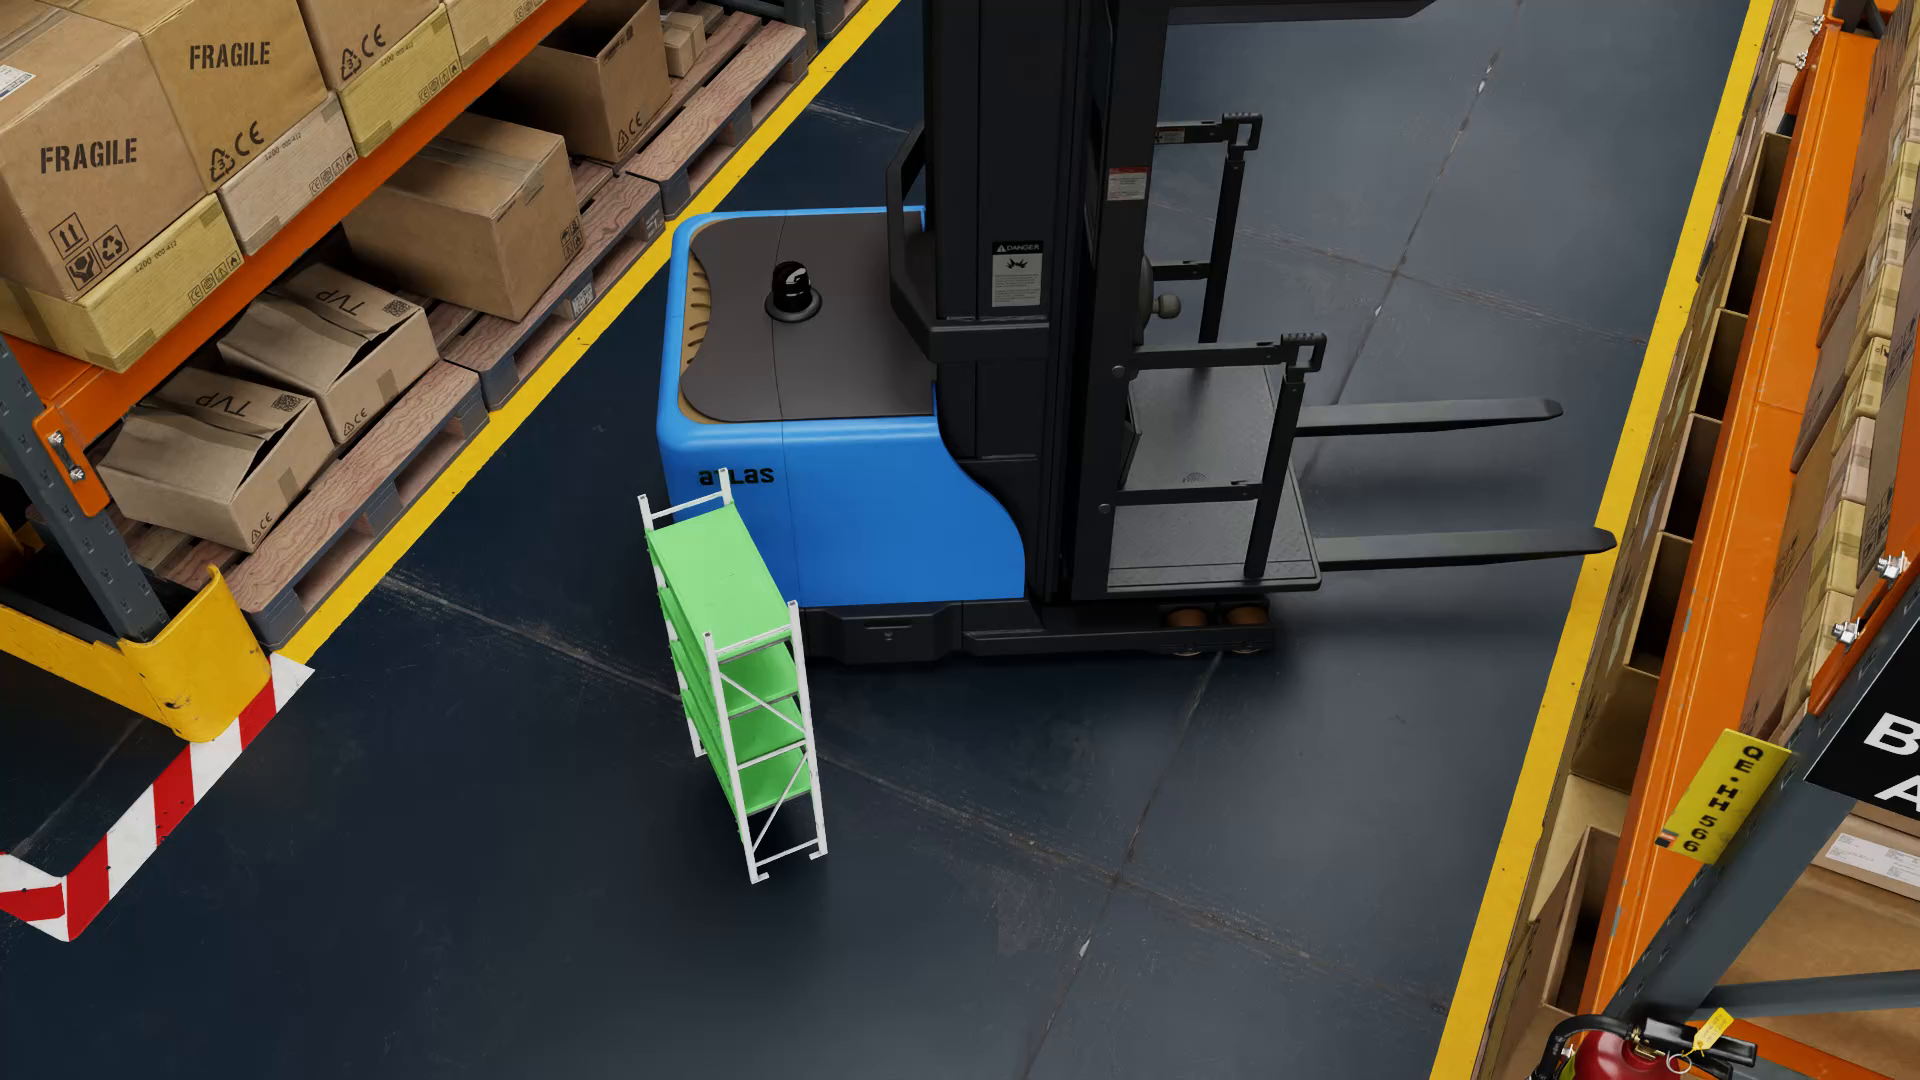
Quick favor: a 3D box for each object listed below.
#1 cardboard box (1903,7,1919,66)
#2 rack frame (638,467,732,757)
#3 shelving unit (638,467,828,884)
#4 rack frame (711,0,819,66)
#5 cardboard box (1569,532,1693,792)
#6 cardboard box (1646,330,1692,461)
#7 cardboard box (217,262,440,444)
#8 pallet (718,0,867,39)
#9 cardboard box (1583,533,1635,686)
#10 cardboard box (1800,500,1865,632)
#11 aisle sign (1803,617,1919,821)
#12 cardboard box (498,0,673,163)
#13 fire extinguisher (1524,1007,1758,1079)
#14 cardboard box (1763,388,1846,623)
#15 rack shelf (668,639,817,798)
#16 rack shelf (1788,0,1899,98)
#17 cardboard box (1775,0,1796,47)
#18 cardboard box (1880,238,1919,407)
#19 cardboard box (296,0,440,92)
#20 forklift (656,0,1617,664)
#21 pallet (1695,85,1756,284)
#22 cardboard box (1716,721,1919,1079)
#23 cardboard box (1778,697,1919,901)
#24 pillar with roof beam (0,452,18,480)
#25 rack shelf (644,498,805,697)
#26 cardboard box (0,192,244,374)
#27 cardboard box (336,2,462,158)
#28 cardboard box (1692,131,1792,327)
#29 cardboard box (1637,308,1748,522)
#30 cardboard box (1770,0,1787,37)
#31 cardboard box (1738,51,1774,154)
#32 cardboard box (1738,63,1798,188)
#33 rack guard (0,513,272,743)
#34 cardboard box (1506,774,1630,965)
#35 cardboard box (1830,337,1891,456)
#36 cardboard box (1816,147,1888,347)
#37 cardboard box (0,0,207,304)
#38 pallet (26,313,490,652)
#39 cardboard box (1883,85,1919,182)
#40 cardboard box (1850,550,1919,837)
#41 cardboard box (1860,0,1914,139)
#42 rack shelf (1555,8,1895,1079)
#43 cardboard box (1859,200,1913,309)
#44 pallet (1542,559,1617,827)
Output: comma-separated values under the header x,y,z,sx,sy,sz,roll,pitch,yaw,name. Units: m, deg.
x,y,z,sx,sy,sz,roll,pitch,yaw,name
2.734,-1.309,4.402,0.380,0.149,0.250,19,52,16,cardboard box
-0.716,0.243,4.755,0.240,1.200,0.015,-20,52,-16,rack frame
-0.611,0.411,4.612,0.258,1.200,0.503,-20,52,-16,shelving unit
-1.130,-3.329,6.613,1.000,3.000,0.127,20,52,16,rack frame
2.016,0.387,4.489,0.500,0.500,0.500,20,52,16,cardboard box
2.660,-0.402,5.652,0.500,0.250,0.500,20,52,16,cardboard box
-2.218,-0.686,5.841,0.500,0.311,0.500,24,54,19,cardboard box
-0.799,-2.962,8.132,1.003,0.211,1.213,20,52,16,pallet
2.234,0.287,5.066,0.500,0.250,0.500,20,52,16,cardboard box
1.852,0.110,3.196,0.380,0.149,0.250,19,52,16,cardboard box
1.348,0.141,1.953,0.394,0.787,0.004,20,52,16,aisle sign
-1.537,-1.934,6.779,0.500,0.500,0.500,16,52,13,cardboard box
1.171,0.990,2.989,0.296,0.674,0.183,20,52,16,fire extinguisher
2.290,-0.019,3.731,0.700,0.500,0.500,20,53,16,cardboard box
-0.611,0.452,4.661,0.258,0.148,0.480,-20,52,-16,rack shelf
4.205,-2.864,6.690,1.077,0.370,4.000,20,52,16,rack shelf
3.696,-2.222,6.833,0.500,0.311,0.500,20,52,16,cardboard box
2.310,-0.484,3.274,0.700,0.500,0.500,20,52,16,cardboard box
-1.916,-1.698,4.818,0.500,0.500,0.500,18,52,15,cardboard box
0.623,-0.976,4.656,3.031,2.935,1.130,-2,50,-2,forklift
3.630,-1.337,6.749,1.003,0.211,1.213,20,52,16,pallet
1.853,0.685,3.132,0.700,0.500,0.500,20,52,16,cardboard box
1.633,0.467,2.892,0.380,0.149,0.250,19,52,15,cardboard box
0.571,-1.882,1.443,9.100,9.000,0.400,20,52,16,pillar with roof beam
-0.611,0.141,4.296,0.258,0.148,0.480,-20,52,-16,rack shelf
-2.343,-0.766,4.517,0.500,0.250,0.500,18,52,15,cardboard box
-1.911,-1.477,5.122,0.500,0.250,0.500,19,52,16,cardboard box
2.869,-0.991,5.661,0.500,0.500,0.500,20,52,16,cardboard box
2.442,-0.302,5.075,0.500,0.500,0.500,20,52,16,cardboard box
3.920,-2.395,7.348,0.500,0.250,0.500,21,53,17,cardboard box
3.483,-1.693,6.751,0.500,0.250,0.500,19,52,16,cardboard box
3.264,-1.519,6.234,0.500,0.311,0.500,20,52,16,cardboard box
-2.806,0.183,5.266,1.175,0.500,0.348,20,52,16,rack guard
1.806,0.976,4.480,0.500,0.250,0.500,20,52,16,cardboard box
2.074,-0.244,3.496,0.380,0.149,0.250,21,53,17,cardboard box
2.729,-0.735,4.341,0.700,0.500,0.500,21,53,17,cardboard box
-2.363,-1.007,4.230,0.500,0.500,0.500,20,52,16,cardboard box
-2.427,-0.272,5.842,1.003,0.211,1.213,20,52,16,pallet
2.514,-0.952,4.099,0.380,0.149,0.250,18,52,15,cardboard box
1.875,0.228,2.669,0.700,0.500,0.500,20,52,16,cardboard box
3.167,-1.445,4.944,0.700,0.500,0.500,19,52,15,cardboard box
2.496,-0.110,4.346,1.077,0.370,4.000,20,52,16,rack shelf
2.293,-0.602,3.801,0.380,0.149,0.250,19,52,16,cardboard box
2.453,0.561,5.134,1.003,0.211,1.213,20,52,16,pallet
